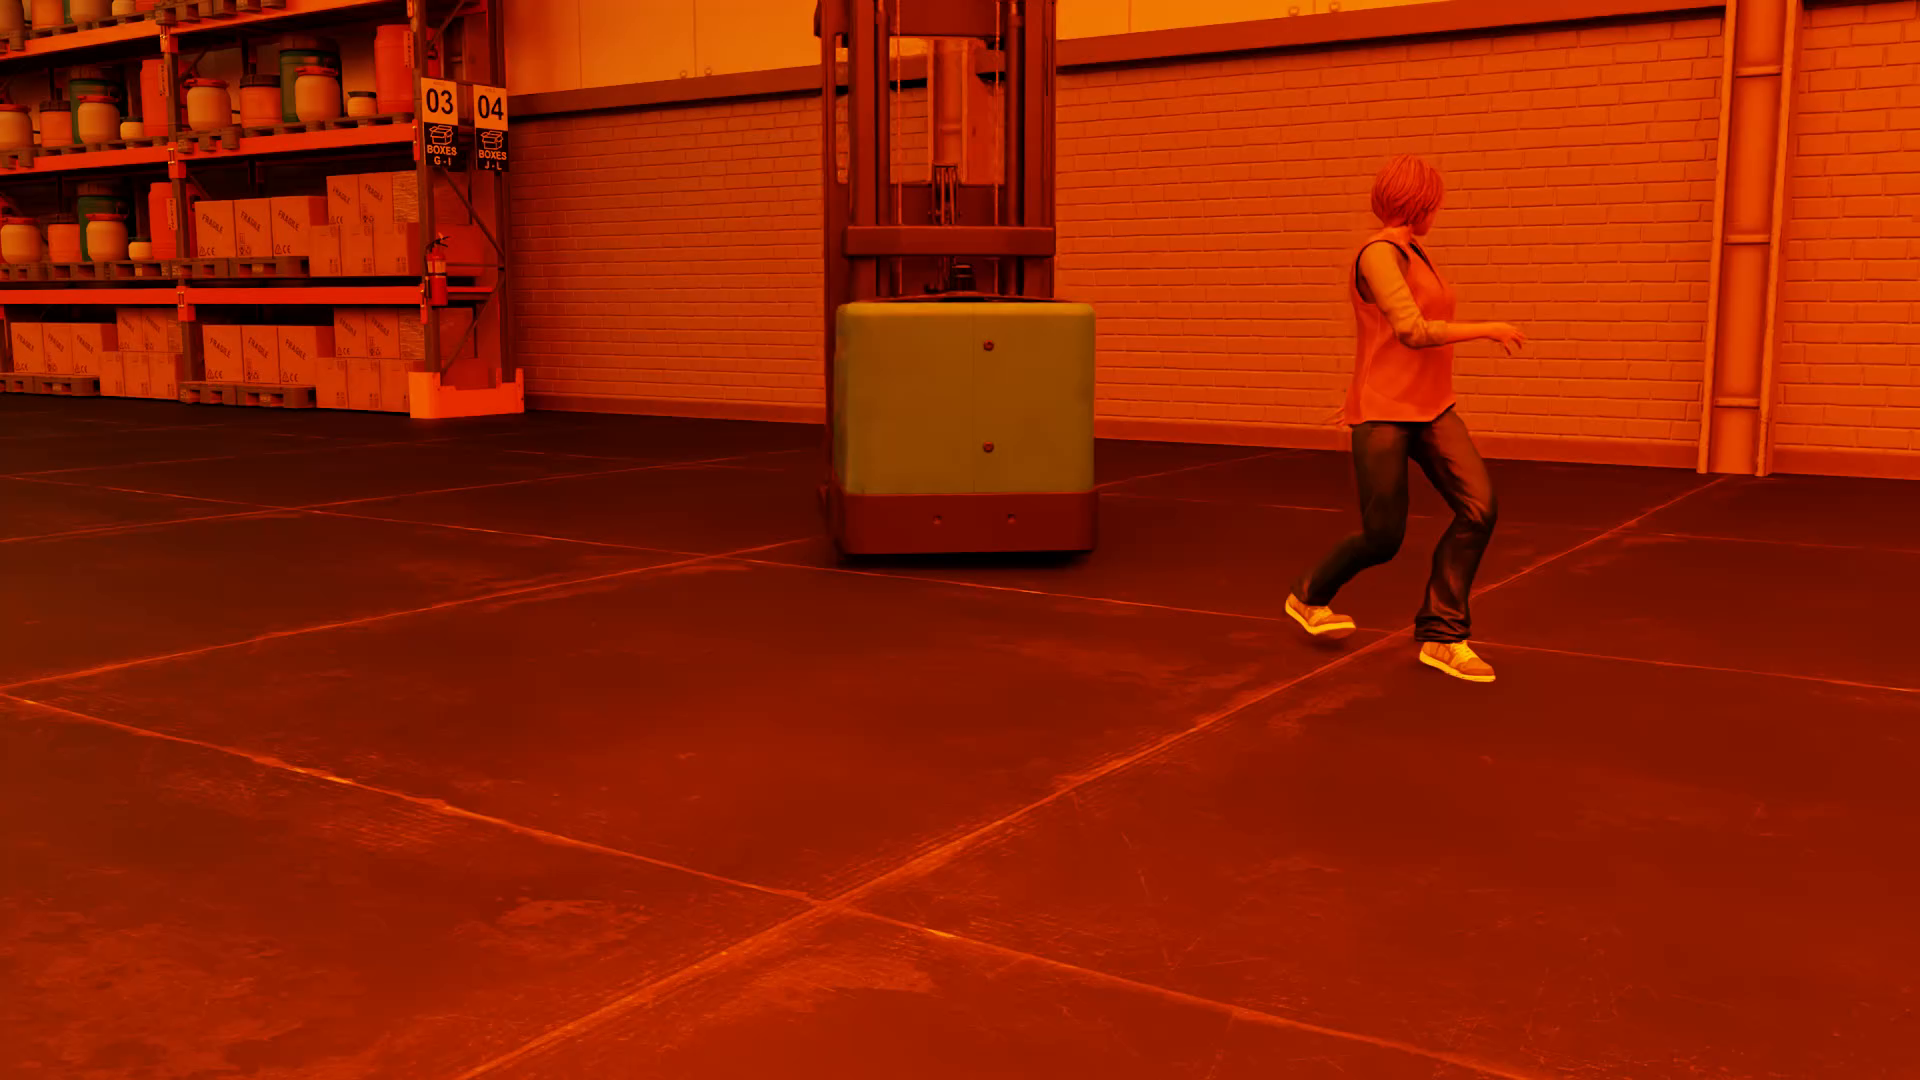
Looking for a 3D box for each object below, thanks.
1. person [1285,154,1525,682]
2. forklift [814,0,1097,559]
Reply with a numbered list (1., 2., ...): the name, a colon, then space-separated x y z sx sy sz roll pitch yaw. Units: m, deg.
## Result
1. person: 1.323 -0.376 4.975 0.451 1.516 0.758 -7 11 -40
2. forklift: -0.130 -1.541 8.027 1.130 2.935 3.031 -1 8 -7
